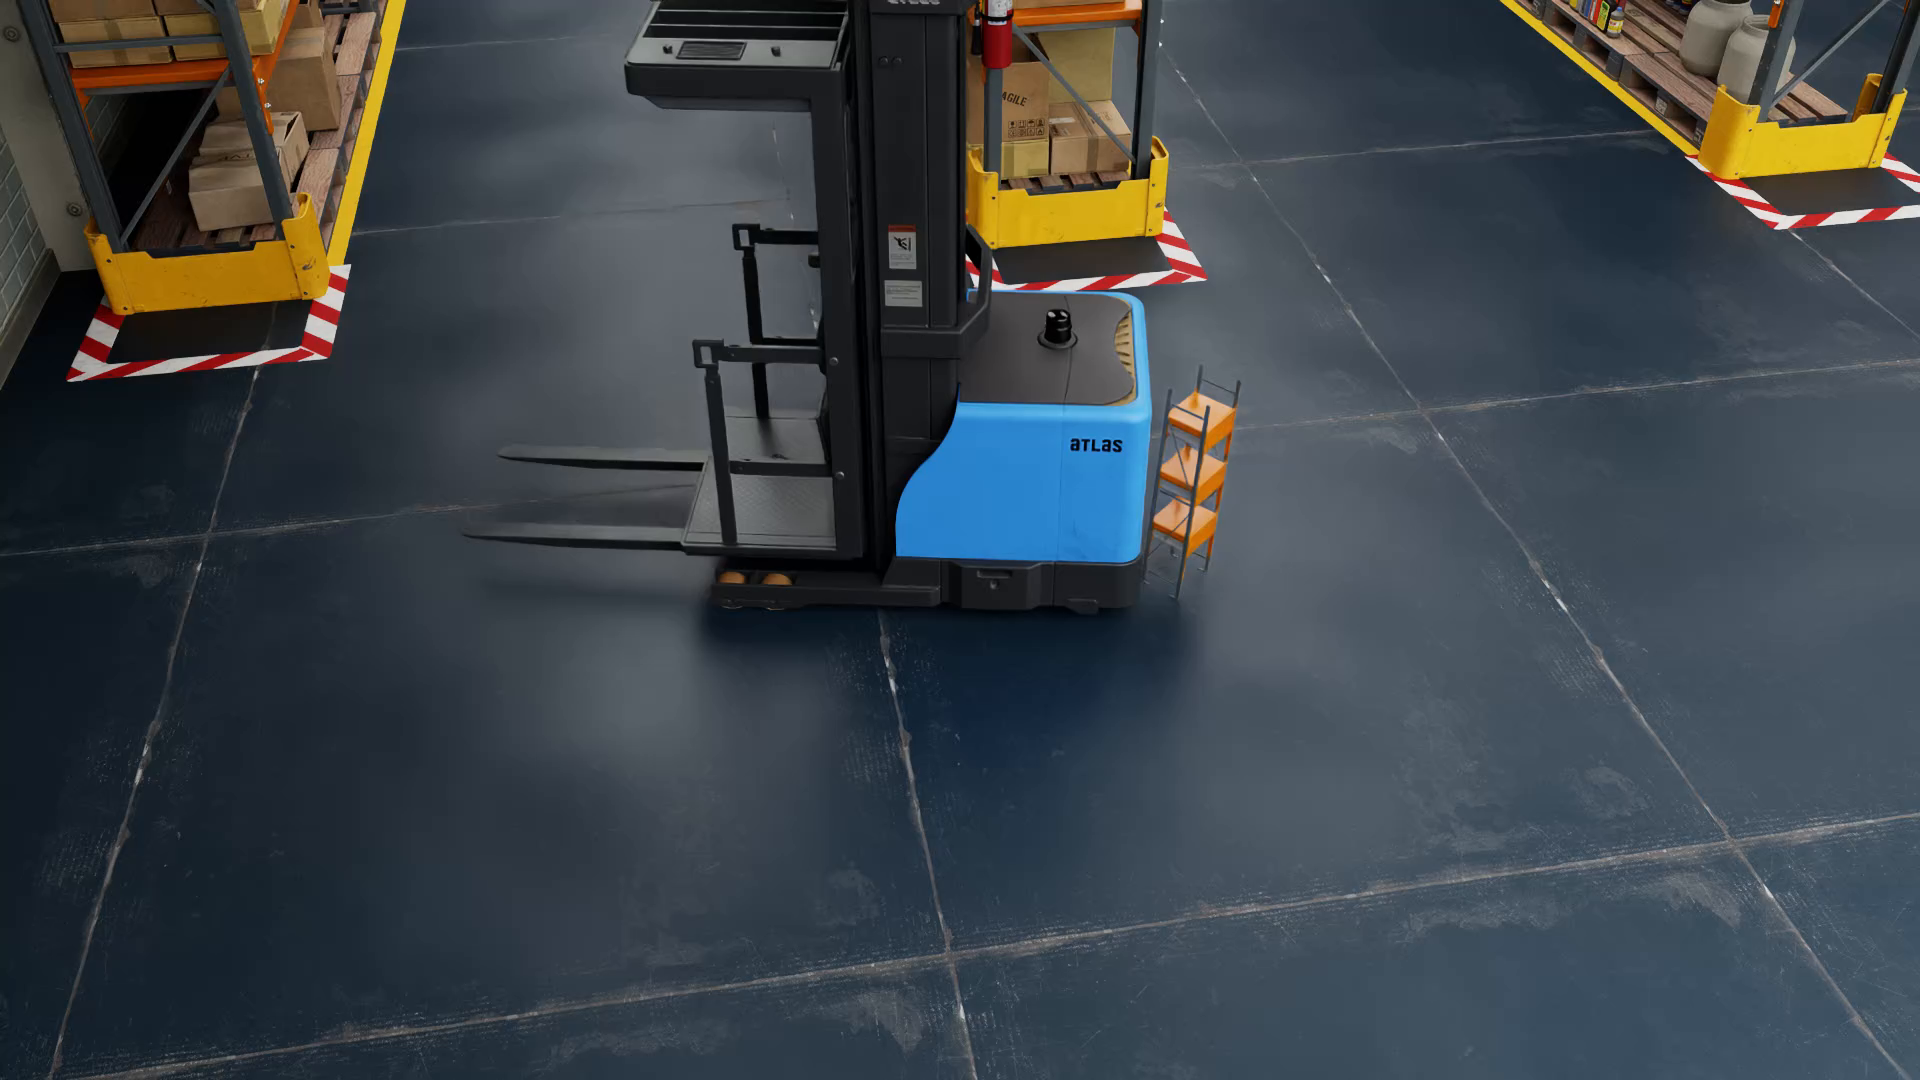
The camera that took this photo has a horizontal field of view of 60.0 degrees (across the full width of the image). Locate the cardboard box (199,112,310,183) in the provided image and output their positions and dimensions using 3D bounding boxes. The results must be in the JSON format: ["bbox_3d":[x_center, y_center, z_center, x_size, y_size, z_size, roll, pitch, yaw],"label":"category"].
[{"bbox_3d":[-4.367,-2.451,10.293,0.500,0.311,0.500,-3,38,-4],"label":"cardboard box"}]

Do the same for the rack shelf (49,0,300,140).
[{"bbox_3d":[-4.585,-3.491,10.386,1.077,0.370,4.000,-6,38,-8],"label":"rack shelf"}]

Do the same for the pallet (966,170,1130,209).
[{"bbox_3d":[0.466,-2.459,10.743,1.003,0.211,1.213,-6,38,-8],"label":"pallet"}]

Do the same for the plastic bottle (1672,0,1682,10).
[{"bbox_3d":[5.430,-4.125,12.481,0.097,0.271,0.097,0,38,0],"label":"plastic bottle"}]

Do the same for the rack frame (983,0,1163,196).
[{"bbox_3d":[0.641,-3.103,9.299,1.000,3.000,0.127,-6,38,-8],"label":"rack frame"}]

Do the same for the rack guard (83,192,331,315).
[{"bbox_3d":[-4.248,-1.626,9.436,1.175,0.500,0.348,-6,38,-8],"label":"rack guard"}]

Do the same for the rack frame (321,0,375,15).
[{"bbox_3d":[-4.936,-4.984,11.720,1.000,3.000,0.127,-6,38,-8],"label":"rack frame"}]

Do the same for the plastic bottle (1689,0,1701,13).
[{"bbox_3d":[5.486,-4.001,12.311,0.061,0.283,0.133,-6,38,-7],"label":"plastic bottle"}]

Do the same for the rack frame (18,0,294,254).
[{"bbox_3d":[-4.235,-2.568,8.610,1.000,3.000,0.127,-6,38,-8],"label":"rack frame"}]

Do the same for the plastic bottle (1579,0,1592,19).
[{"bbox_3d":[4.724,-4.032,12.357,0.152,0.276,0.135,-7,38,-9],"label":"plastic bottle"}]

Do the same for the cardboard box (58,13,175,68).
[{"bbox_3d":[-4.508,-2.778,8.986,0.500,0.250,0.500,-6,38,-7],"label":"cardboard box"}]

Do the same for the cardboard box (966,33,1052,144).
[{"bbox_3d":[0.254,-2.771,10.159,0.500,0.500,0.500,-6,38,-8],"label":"cardboard box"}]

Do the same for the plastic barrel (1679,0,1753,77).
[{"bbox_3d":[5.240,-3.509,11.507,0.421,0.512,0.421,0,38,0],"label":"plastic barrel"}]

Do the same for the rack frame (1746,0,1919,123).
[{"bbox_3d":[5.519,-3.633,9.982,1.000,3.000,0.127,-6,38,-8],"label":"rack frame"}]

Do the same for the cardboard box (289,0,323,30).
[{"bbox_3d":[-4.715,-3.548,11.550,0.500,0.500,0.500,-9,39,-11],"label":"cardboard box"}]

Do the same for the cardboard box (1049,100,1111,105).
[{"bbox_3d":[0.675,-2.832,10.849,0.500,0.250,0.500,-6,38,-8],"label":"cardboard box"}]

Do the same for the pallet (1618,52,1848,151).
[{"bbox_3d":[5.322,-3.064,11.522,1.003,0.211,1.213,-6,38,-8],"label":"pallet"}]

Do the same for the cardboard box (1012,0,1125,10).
[{"bbox_3d":[0.572,-3.425,9.633,0.700,0.500,0.500,-6,38,-8],"label":"cardboard box"}]

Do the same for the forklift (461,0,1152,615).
[{"bbox_3d":[-0.702,-1.168,6.864,3.031,2.935,1.130,2,38,2],"label":"forklift"}]

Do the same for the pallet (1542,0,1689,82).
[{"bbox_3d":[5.111,-3.799,12.468,1.003,0.211,1.213,-6,38,-8],"label":"pallet"}]

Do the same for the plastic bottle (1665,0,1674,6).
[{"bbox_3d":[5.413,-4.158,12.579,0.097,0.201,0.097,0,38,0],"label":"plastic bottle"}]

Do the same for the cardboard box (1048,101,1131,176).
[{"bbox_3d":[0.766,-2.530,10.461,0.500,0.250,0.500,-6,38,-8],"label":"cardboard box"}]

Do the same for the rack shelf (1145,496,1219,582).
[{"bbox_3d":[0.980,-0.016,7.375,0.215,0.259,0.240,28,46,27],"label":"rack shelf"}]

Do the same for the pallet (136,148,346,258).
[{"bbox_3d":[-4.356,-2.007,10.161,1.003,0.211,1.213,-6,38,-8],"label":"pallet"}]

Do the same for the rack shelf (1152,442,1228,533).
[{"bbox_3d":[0.990,-0.229,7.198,0.215,0.259,0.240,28,46,27],"label":"rack shelf"}]

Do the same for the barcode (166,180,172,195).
[{"bbox_3d":[-4.665,-2.079,9.806,0.001,0.075,0.075,-6,38,-8],"label":"barcode"}]

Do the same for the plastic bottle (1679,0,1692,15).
[{"bbox_3d":[5.448,-4.065,12.403,0.097,0.271,0.097,0,38,0],"label":"plastic bottle"}]

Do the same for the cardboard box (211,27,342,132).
[{"bbox_3d":[-4.447,-2.975,10.813,0.700,0.500,0.500,-9,39,-11],"label":"cardboard box"}]

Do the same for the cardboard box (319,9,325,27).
[{"bbox_3d":[-4.813,-3.718,12.042,0.380,0.166,0.250,-11,39,-14],"label":"cardboard box"}]

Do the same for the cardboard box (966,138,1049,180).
[{"bbox_3d":[0.257,-2.475,10.389,0.500,0.250,0.500,-6,38,-8],"label":"cardboard box"}]

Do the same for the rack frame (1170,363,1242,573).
[{"bbox_3d":[1.067,-0.296,7.267,0.200,1.050,0.008,28,46,27],"label":"rack frame"}]

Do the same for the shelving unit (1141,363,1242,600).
[{"bbox_3d":[0.991,-0.238,7.191,0.215,1.050,0.252,28,46,27],"label":"shelving unit"}]

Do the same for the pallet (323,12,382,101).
[{"bbox_3d":[-4.784,-3.481,12.058,1.003,0.211,1.213,-6,38,-8],"label":"pallet"}]

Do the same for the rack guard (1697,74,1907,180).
[{"bbox_3d":[5.459,-2.687,10.801,1.175,0.500,0.348,-6,38,-8],"label":"rack guard"}]

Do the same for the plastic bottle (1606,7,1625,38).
[{"bbox_3d":[4.765,-3.764,12.072,0.097,0.201,0.097,0,38,0],"label":"plastic bottle"}]

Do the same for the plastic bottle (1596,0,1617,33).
[{"bbox_3d":[4.727,-3.865,12.135,0.061,0.283,0.133,-5,38,-7],"label":"plastic bottle"}]

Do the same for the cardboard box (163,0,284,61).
[{"bbox_3d":[-4.008,-2.845,9.073,0.500,0.250,0.500,-7,38,-9],"label":"cardboard box"}]

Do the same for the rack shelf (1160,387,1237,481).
[{"bbox_3d":[1.002,-0.448,7.017,0.215,0.259,0.240,28,46,27],"label":"rack shelf"}]

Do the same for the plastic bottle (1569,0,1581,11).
[{"bbox_3d":[4.691,-4.161,12.462,0.144,0.351,0.185,-5,38,-6],"label":"plastic bottle"}]

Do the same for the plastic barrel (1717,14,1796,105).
[{"bbox_3d":[5.328,-3.206,11.117,0.421,0.512,0.421,0,38,0],"label":"plastic barrel"}]

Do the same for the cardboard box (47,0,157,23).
[{"bbox_3d":[-4.527,-3.074,8.757,0.500,0.500,0.500,-7,38,-8],"label":"cardboard box"}]

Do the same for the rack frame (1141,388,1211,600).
[{"bbox_3d":[0.915,-0.179,7.116,0.200,1.050,0.008,28,46,27],"label":"rack frame"}]

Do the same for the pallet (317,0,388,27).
[{"bbox_3d":[-5.074,-4.352,13.180,1.003,0.211,1.213,-6,38,-8],"label":"pallet"}]

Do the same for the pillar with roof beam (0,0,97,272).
[{"bbox_3d":[-0.971,-5.729,7.790,9.100,9.000,0.400,-6,38,-8],"label":"pillar with roof beam"}]

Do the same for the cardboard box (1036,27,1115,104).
[{"bbox_3d":[0.677,-3.128,10.619,0.500,0.500,0.500,-6,38,-8],"label":"cardboard box"}]

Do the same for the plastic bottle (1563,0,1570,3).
[{"bbox_3d":[4.658,-4.274,12.607,0.144,0.351,0.185,-7,38,-8],"label":"plastic bottle"}]

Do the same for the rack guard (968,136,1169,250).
[{"bbox_3d":[0.646,-2.101,10.047,1.175,0.500,0.348,-6,38,-8],"label":"rack guard"}]

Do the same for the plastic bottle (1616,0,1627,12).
[{"bbox_3d":[4.853,-3.963,12.262,0.061,0.283,0.133,-6,38,-8],"label":"plastic bottle"}]

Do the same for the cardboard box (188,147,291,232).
[{"bbox_3d":[-4.268,-2.107,9.850,0.500,0.311,0.500,-10,39,-13],"label":"cardboard box"}]

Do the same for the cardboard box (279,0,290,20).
[{"bbox_3d":[-4.113,-3.157,9.475,0.500,0.250,0.500,-7,38,-9],"label":"cardboard box"}]

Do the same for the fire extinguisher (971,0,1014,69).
[{"bbox_3d":[0.205,-2.951,9.166,0.296,0.674,0.183,-6,38,-8],"label":"fire extinguisher"}]

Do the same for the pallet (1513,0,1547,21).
[{"bbox_3d":[4.894,-4.538,13.419,1.003,0.211,1.213,-6,38,-8],"label":"pallet"}]

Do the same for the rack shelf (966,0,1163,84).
[{"bbox_3d":[0.291,-4.027,11.074,1.077,0.370,4.000,-6,38,-8],"label":"rack shelf"}]

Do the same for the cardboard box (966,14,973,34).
[{"bbox_3d":[0.065,-3.373,10.934,0.500,0.500,0.500,-6,38,-8],"label":"cardboard box"}]

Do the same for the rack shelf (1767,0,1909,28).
[{"bbox_3d":[5.168,-4.557,11.757,1.077,0.370,4.000,-6,38,-8],"label":"rack shelf"}]

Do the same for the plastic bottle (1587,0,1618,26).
[{"bbox_3d":[4.748,-3.949,12.249,0.152,0.276,0.135,-6,38,-8],"label":"plastic bottle"}]

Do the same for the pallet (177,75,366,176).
[{"bbox_3d":[-4.566,-2.742,11.108,1.003,0.211,1.213,-6,38,-8],"label":"pallet"}]

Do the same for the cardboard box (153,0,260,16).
[{"bbox_3d":[-4.023,-3.133,8.833,0.500,0.500,0.500,-6,38,-8],"label":"cardboard box"}]
